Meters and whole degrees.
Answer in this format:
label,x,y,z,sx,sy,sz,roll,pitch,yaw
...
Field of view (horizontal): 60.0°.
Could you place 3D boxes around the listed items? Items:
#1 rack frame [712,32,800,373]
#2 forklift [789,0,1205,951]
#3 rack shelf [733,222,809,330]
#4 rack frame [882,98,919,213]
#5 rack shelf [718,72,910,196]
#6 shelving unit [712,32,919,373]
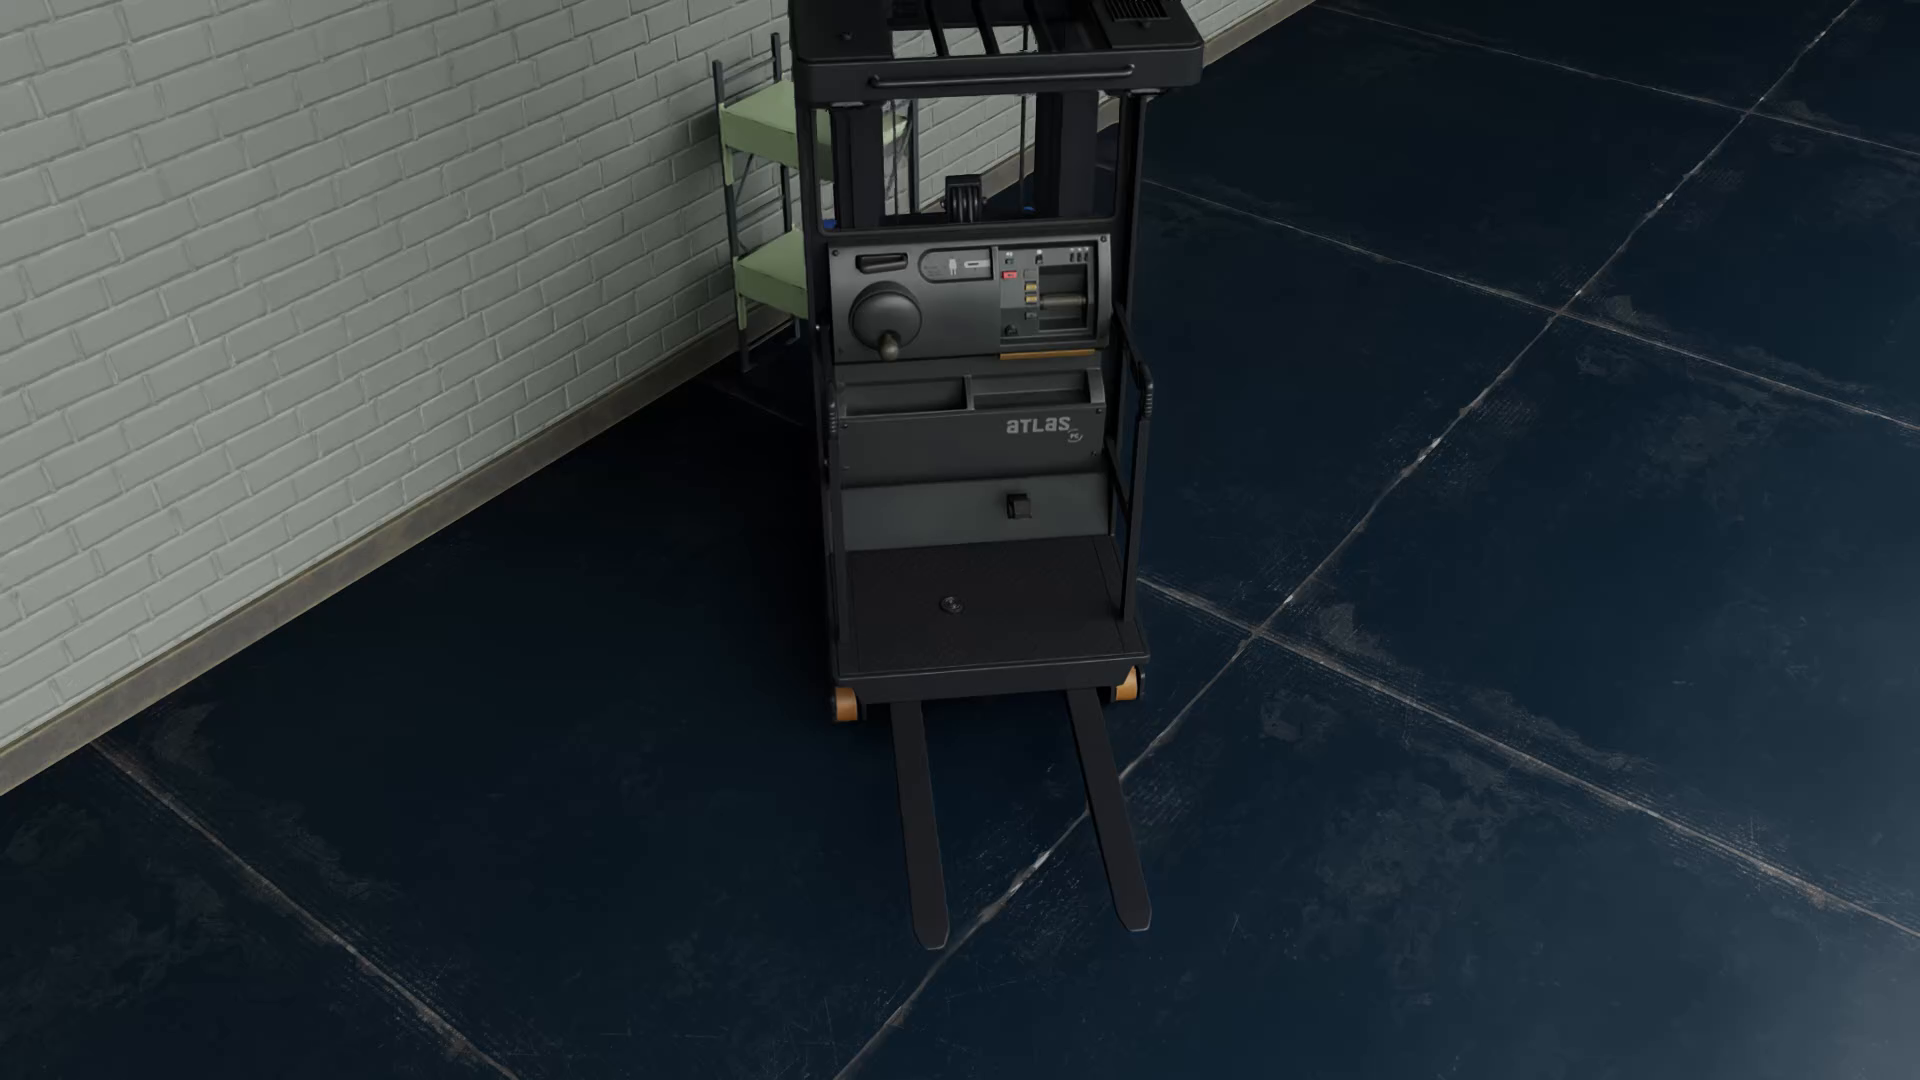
label,x,y,z,sx,sy,sz,roll,pitch,yaw
rack frame,-0.893,-1.469,7.410,0.023,1.500,0.400,24,44,27
forklift,0.062,-0.732,5.307,1.130,2.935,3.031,-4,38,-5
rack shelf,-0.596,-1.081,7.442,0.720,0.370,0.431,24,44,27
rack frame,-0.299,-1.205,7.073,0.023,1.500,0.400,24,44,27
rack shelf,-0.596,-1.645,7.001,0.720,0.370,0.431,24,44,27
shelving unit,-0.596,-1.337,7.241,0.755,1.500,0.431,24,44,27
